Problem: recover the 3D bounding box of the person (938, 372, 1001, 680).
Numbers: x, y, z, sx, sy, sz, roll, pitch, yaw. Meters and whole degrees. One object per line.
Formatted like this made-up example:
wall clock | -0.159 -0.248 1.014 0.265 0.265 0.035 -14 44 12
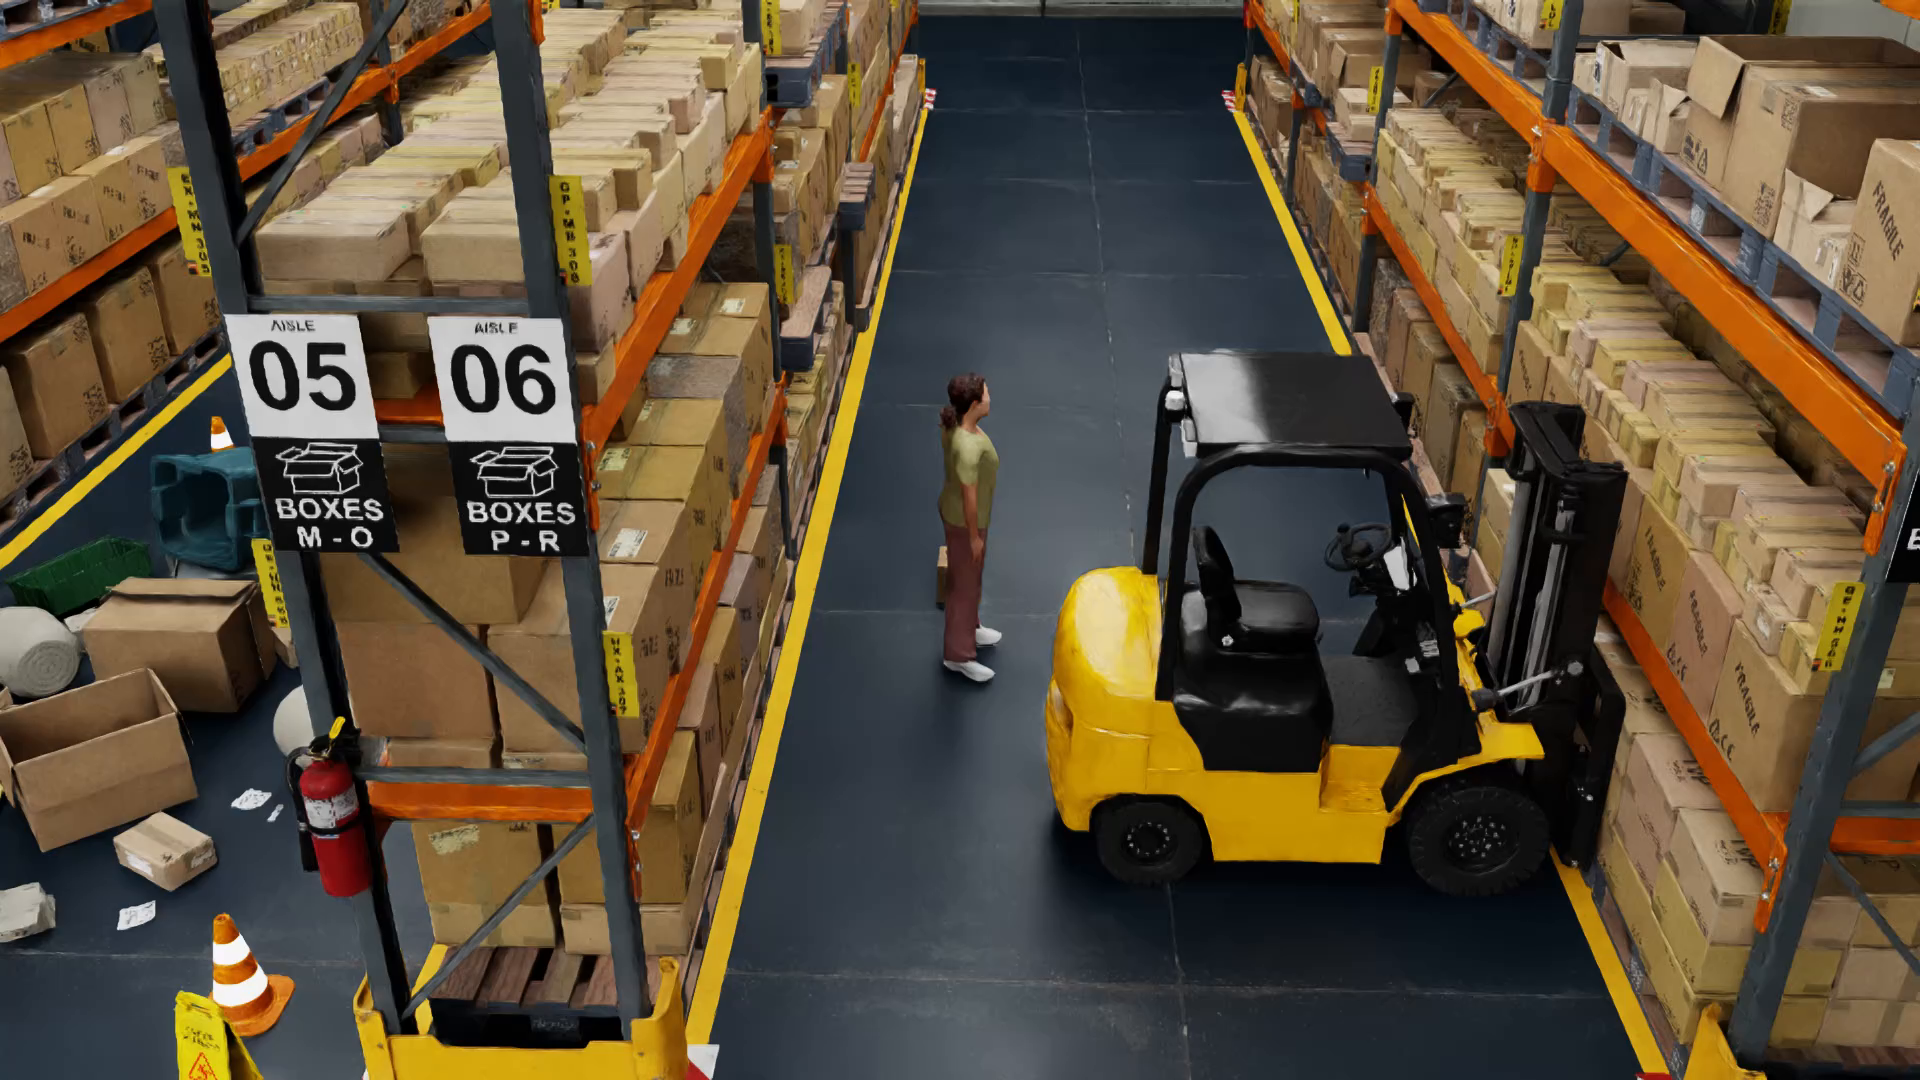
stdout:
person | 0.067 -0.109 8.771 0.367 1.681 0.577 -5 29 -9
